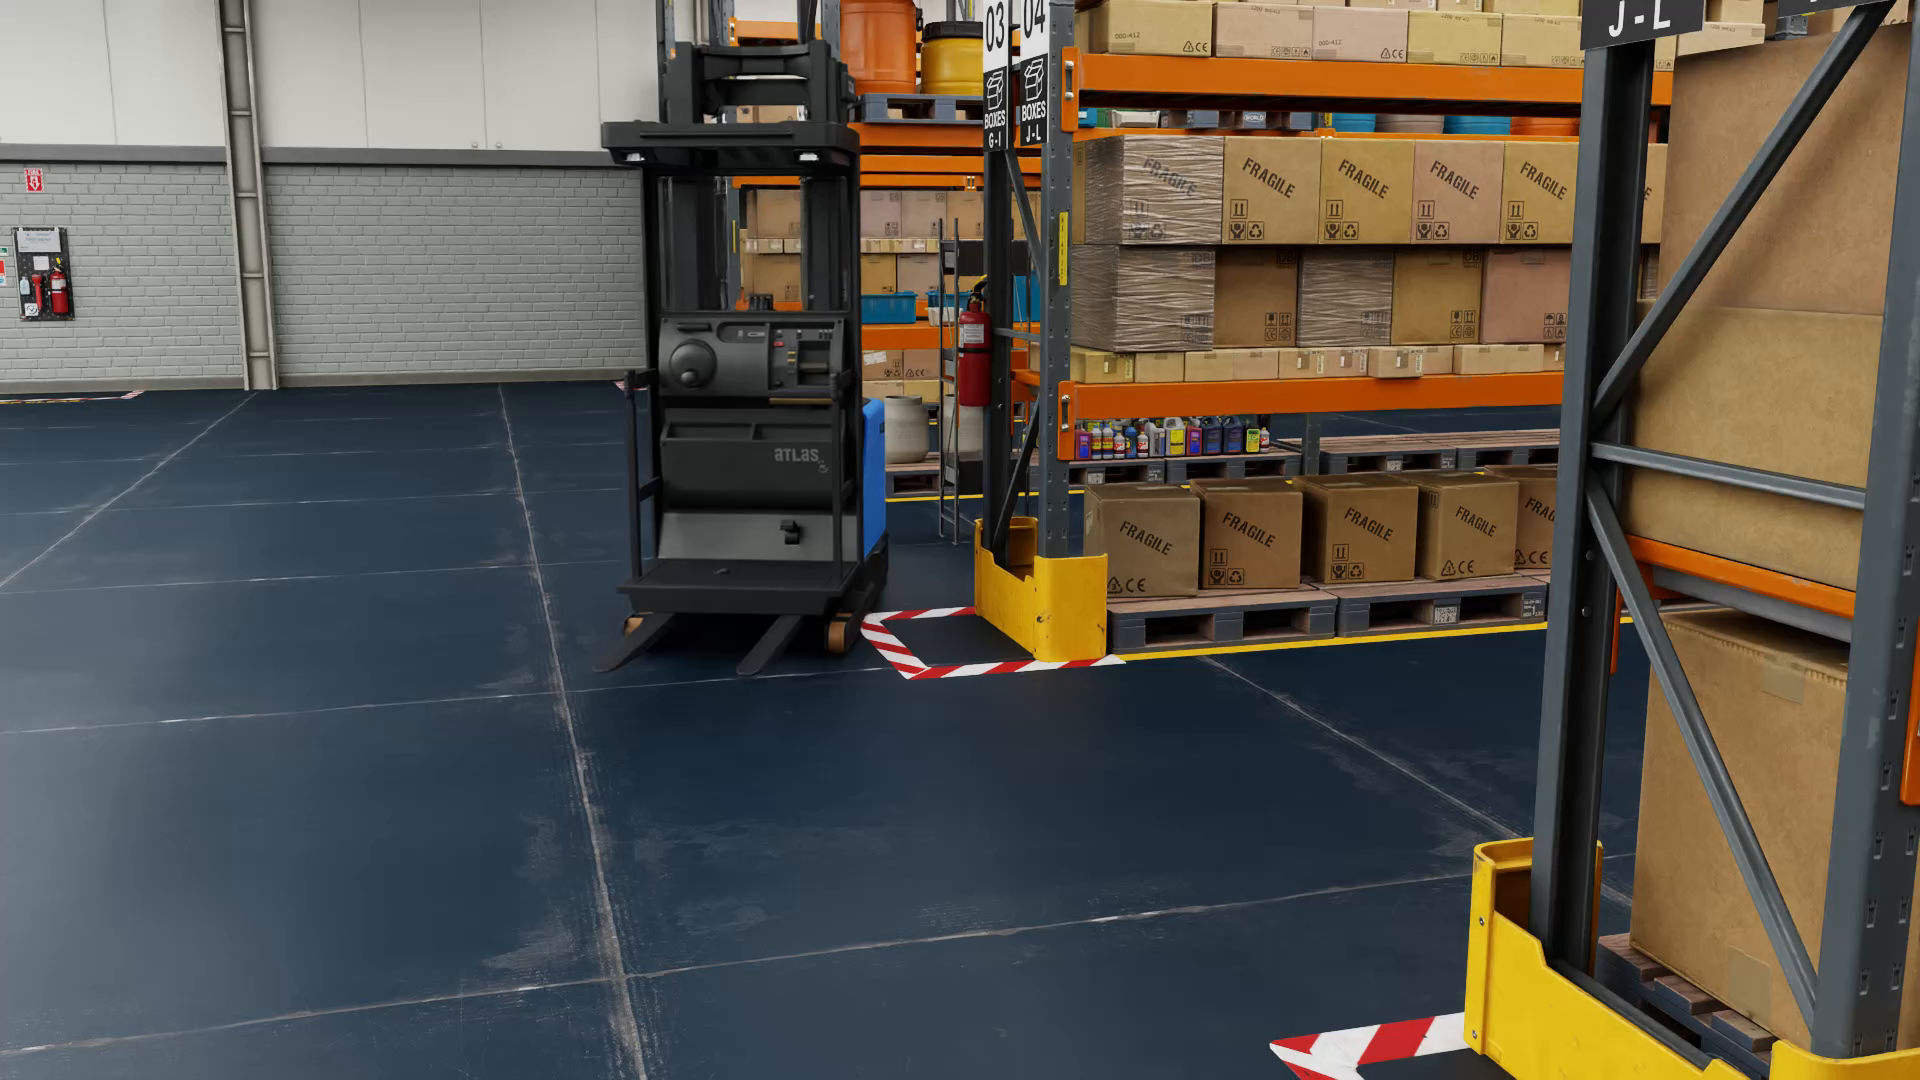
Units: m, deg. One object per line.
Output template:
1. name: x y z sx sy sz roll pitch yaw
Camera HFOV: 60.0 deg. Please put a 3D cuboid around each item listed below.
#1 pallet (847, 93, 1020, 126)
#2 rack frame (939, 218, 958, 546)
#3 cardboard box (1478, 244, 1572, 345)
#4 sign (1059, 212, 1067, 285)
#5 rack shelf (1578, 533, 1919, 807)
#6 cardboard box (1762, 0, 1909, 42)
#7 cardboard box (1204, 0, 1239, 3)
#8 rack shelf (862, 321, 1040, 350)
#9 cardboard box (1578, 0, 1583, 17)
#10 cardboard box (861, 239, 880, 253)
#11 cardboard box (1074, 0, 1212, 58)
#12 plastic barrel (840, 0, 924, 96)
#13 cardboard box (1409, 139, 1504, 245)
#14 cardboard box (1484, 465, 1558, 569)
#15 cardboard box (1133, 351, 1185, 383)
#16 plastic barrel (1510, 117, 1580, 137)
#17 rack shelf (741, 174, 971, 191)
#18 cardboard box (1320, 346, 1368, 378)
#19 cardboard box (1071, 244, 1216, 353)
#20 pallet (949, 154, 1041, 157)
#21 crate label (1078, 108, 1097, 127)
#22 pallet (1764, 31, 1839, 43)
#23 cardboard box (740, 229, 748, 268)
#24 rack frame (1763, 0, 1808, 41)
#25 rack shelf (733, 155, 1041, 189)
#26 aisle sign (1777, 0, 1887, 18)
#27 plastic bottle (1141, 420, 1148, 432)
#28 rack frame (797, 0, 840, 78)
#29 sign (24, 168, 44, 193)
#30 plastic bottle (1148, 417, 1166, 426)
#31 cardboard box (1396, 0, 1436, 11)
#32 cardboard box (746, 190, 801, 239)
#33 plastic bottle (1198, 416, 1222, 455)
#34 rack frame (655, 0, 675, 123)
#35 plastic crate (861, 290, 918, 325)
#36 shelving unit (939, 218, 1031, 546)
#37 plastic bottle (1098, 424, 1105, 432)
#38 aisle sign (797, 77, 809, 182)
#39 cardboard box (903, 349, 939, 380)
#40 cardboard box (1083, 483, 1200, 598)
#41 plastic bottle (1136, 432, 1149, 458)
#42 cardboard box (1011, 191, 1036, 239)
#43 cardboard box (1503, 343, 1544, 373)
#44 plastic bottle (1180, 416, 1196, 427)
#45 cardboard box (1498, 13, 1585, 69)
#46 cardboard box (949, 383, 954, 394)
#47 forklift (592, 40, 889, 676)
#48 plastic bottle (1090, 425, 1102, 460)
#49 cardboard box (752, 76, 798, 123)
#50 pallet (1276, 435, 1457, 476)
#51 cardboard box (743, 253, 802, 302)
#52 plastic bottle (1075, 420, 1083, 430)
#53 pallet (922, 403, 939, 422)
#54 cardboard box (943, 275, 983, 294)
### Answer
1. pallet: -0.245 -3.265 12.736 1.213 0.211 1.003 -3 11 -16
2. rack frame: -0.075 -1.029 10.835 0.015 2.100 0.400 -3 11 -16
3. cardboard box: 2.767 -1.321 8.840 0.500 0.500 0.875 -3 11 -16
4. sign: 0.469 -1.329 7.588 0.005 0.325 0.100 -3 11 -16
5. rack shelf: 3.527 0.123 4.082 4.000 0.370 1.077 -3 11 -16
6. cardboard box: 4.637 -2.939 8.995 0.637 0.503 0.797 -4 11 -19
7. cardboard box: 1.131 -2.599 7.907 0.250 0.149 0.380 -3 11 -17
8. rack shelf: 0.854 -1.606 13.470 4.000 0.370 1.077 -3 11 -16
9. cardboard box: 3.170 -2.687 8.384 0.250 0.149 0.380 -3 11 -18
10. cardboard box: -1.020 -3.123 17.656 0.250 0.149 0.380 -3 11 -18
11. cardboard box: 0.852 -2.378 7.809 0.500 0.250 0.500 -3 11 -14
12. plastic barrel: -0.636 -3.798 12.761 0.708 0.830 0.600 -3 11 -16
13. cardboard box: 2.362 -1.741 8.359 0.500 0.500 0.500 -3 11 -16
14. cardboard box: 3.215 -0.133 9.230 0.500 0.500 0.500 0 10 2
15. cardboard box: 0.903 -0.856 8.105 0.250 0.149 0.380 -3 11 -16
16. plastic barrel: 5.137 -3.913 14.543 0.708 0.830 0.600 -3 11 -16
17. rack shelf: -1.916 -4.803 22.554 4.000 0.370 1.077 -3 11 -16
18. cardboard box: 1.856 -0.911 8.404 0.250 0.149 0.380 -3 11 -16
19. cardboard box: 0.853 -1.216 8.268 0.500 0.500 0.875 -3 11 -16
20. pallet: 0.581 -4.306 18.111 1.213 0.211 1.003 -3 11 -16
21. crate label: 0.823 -3.298 12.800 0.408 0.251 0.502 -3 11 -16
22. pallet: 4.781 -2.595 9.093 1.003 0.211 1.213 -3 11 -16
23. cardboard box: -2.816 -3.881 22.128 0.500 0.500 0.500 -3 11 -16
24. rack frame: 4.158 -4.150 8.735 0.127 3.000 1.000 -3 11 -16
25. rack shelf: -0.527 -3.942 17.877 4.000 0.370 1.077 -3 11 -16
26. aisle sign: 1.623 -1.353 2.929 0.004 0.787 0.394 -3 11 -16
27. plastic bottle: 1.554 -0.843 13.630 0.133 0.283 0.061 -3 11 -16
28. rack frame: -1.067 -4.809 12.312 0.127 3.000 1.000 -3 11 -16
29. sign: -11.585 -4.501 20.809 0.199 0.298 0.001 -3 11 -16
30. plastic bottle: 1.702 -0.996 14.273 0.185 0.351 0.144 -4 11 -18
31. cardboard box: 2.132 -2.649 8.180 0.250 0.149 0.380 -3 11 -17
32. cardboard box: -1.945 -3.431 17.538 0.500 0.500 0.700 -3 11 -16
33. plastic bottle: 2.052 -0.882 13.653 0.185 0.351 0.144 -4 11 -19
34. rack frame: -3.836 -6.531 21.667 0.127 3.000 1.000 -3 11 -16
35. plastic crate: -0.670 -1.862 13.289 0.616 0.251 0.499 -3 11 -16
36. shelving unit: 0.159 -1.041 10.902 0.503 2.100 0.431 -3 11 -16
37. plastic bottle: 1.191 -0.873 14.017 0.097 0.201 0.097 0 10 0
38. aisle sign: -1.219 -3.185 12.881 0.004 0.787 0.394 -3 11 -16
39. cardboard box: -0.430 -2.006 18.024 0.500 0.500 0.500 -3 11 -16
40. cardboard box: 0.922 -0.003 8.523 0.500 0.500 0.500 -1 10 -5
41. plastic bottle: 1.479 -0.774 13.479 0.097 0.201 0.097 0 10 0
42. cardboard box: 0.484 -3.560 18.239 0.500 0.500 0.700 -3 11 -16
43. cardboard box: 2.820 -0.959 8.667 0.250 0.149 0.380 -3 11 -16
44. plastic bottle: 1.923 -0.980 14.189 0.185 0.351 0.144 -3 11 -16
45. cardboard box: 2.801 -2.481 8.369 0.500 0.250 0.500 -3 11 -16
46. cardboard box: 0.050 -1.663 18.231 0.500 0.250 0.500 -3 11 -16
47. forklift: -1.057 -0.949 8.107 1.130 2.935 3.031 1 10 5
48. plastic bottle: 1.090 -0.788 13.361 0.097 0.271 0.097 0 10 0
49. cardboard box: -1.895 -4.549 17.356 0.637 0.503 0.797 -2 11 -12
50. pallet: 3.517 -0.736 14.460 1.213 0.211 1.003 -3 11 -16
51. cardboard box: -1.996 -2.790 17.641 0.500 0.500 0.700 -3 11 -16
52. plastic bottle: 0.957 -0.919 14.063 0.135 0.276 0.152 -3 11 -18
53. pallet: -0.556 -1.455 18.368 1.213 0.211 1.003 -3 11 -16
54. cardboard box: -0.019 -2.895 18.211 0.500 0.500 0.700 -3 11 -15
